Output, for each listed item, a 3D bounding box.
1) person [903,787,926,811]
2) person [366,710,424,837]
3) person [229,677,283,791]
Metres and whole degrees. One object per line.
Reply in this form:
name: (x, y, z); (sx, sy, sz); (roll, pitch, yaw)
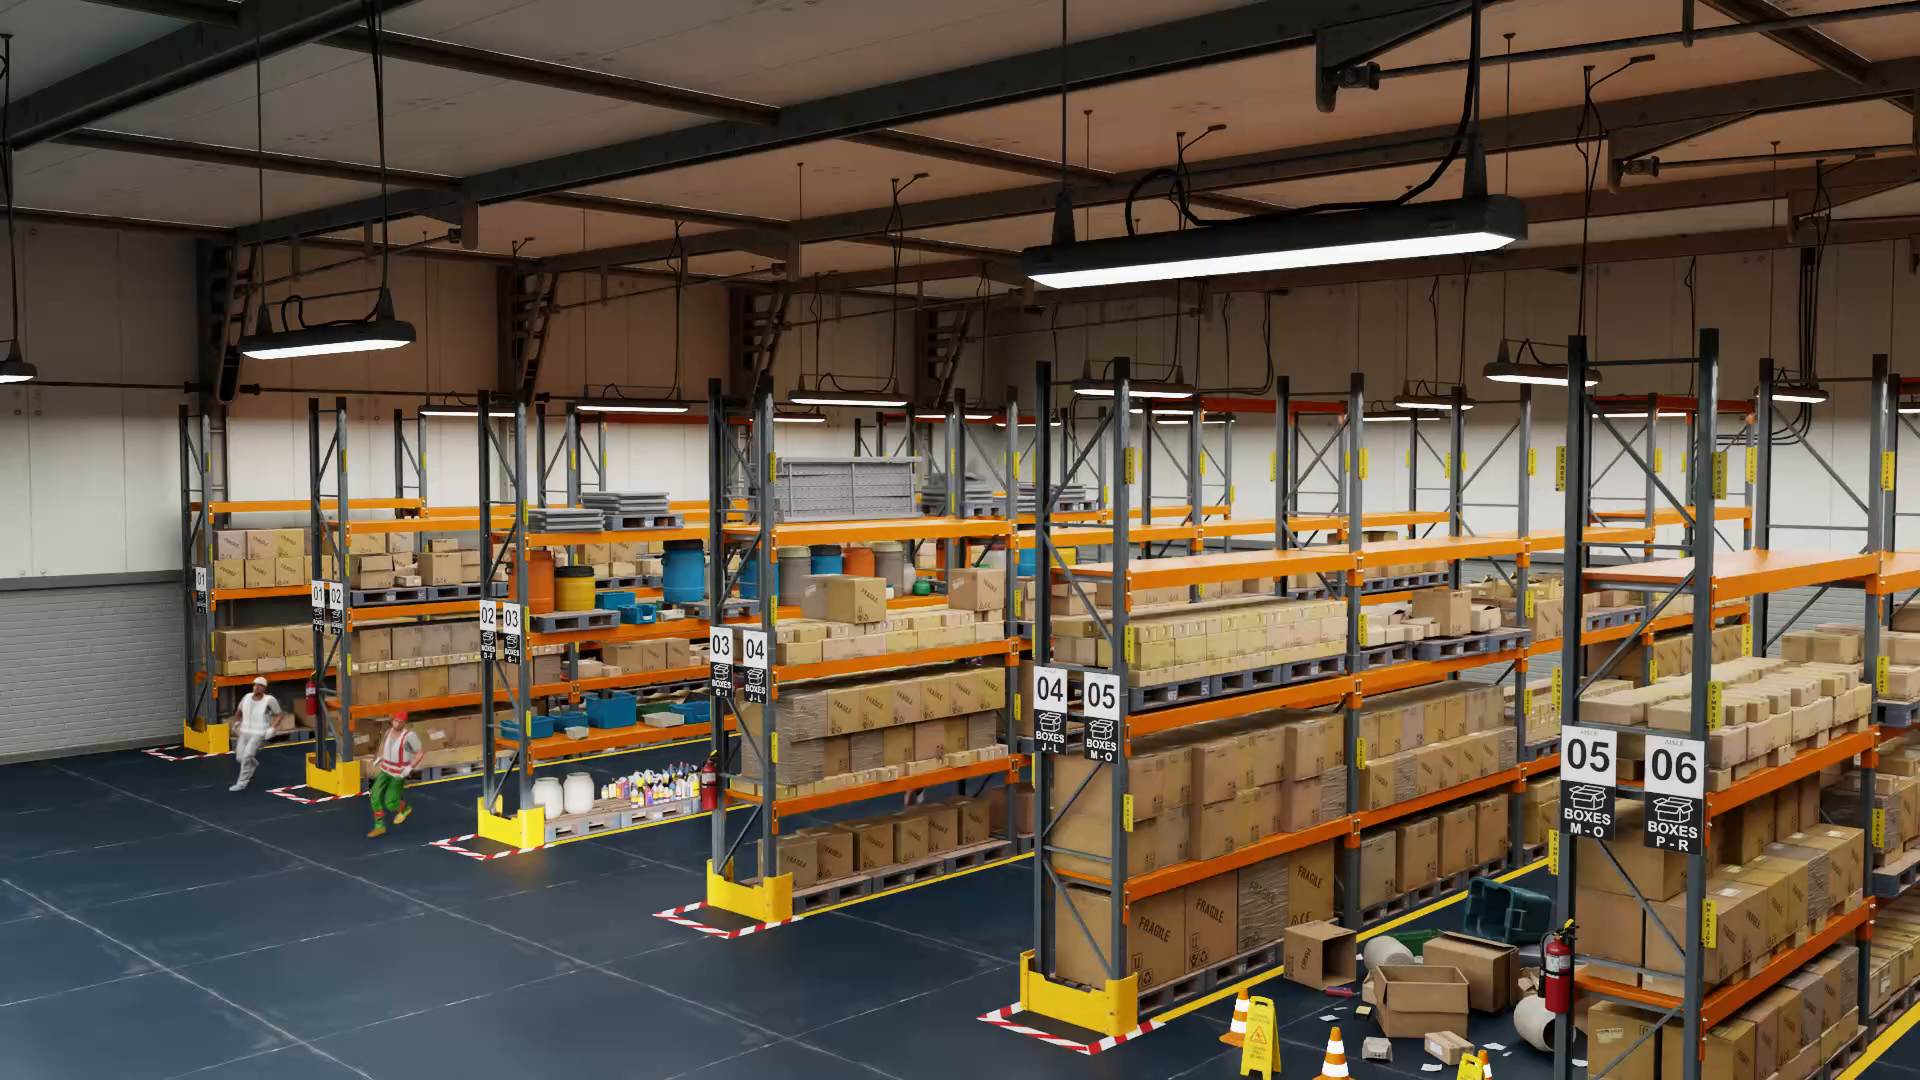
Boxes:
person: (-0.638, 3.115, 23.506); (0.579, 1.641, 0.731); (2, 3, 29)
person: (-7.571, 3.141, 22.524); (0.720, 1.722, 0.692); (1, 3, 20)
person: (-10.809, 2.960, 25.546); (0.736, 1.718, 0.742); (0, 3, 6)
